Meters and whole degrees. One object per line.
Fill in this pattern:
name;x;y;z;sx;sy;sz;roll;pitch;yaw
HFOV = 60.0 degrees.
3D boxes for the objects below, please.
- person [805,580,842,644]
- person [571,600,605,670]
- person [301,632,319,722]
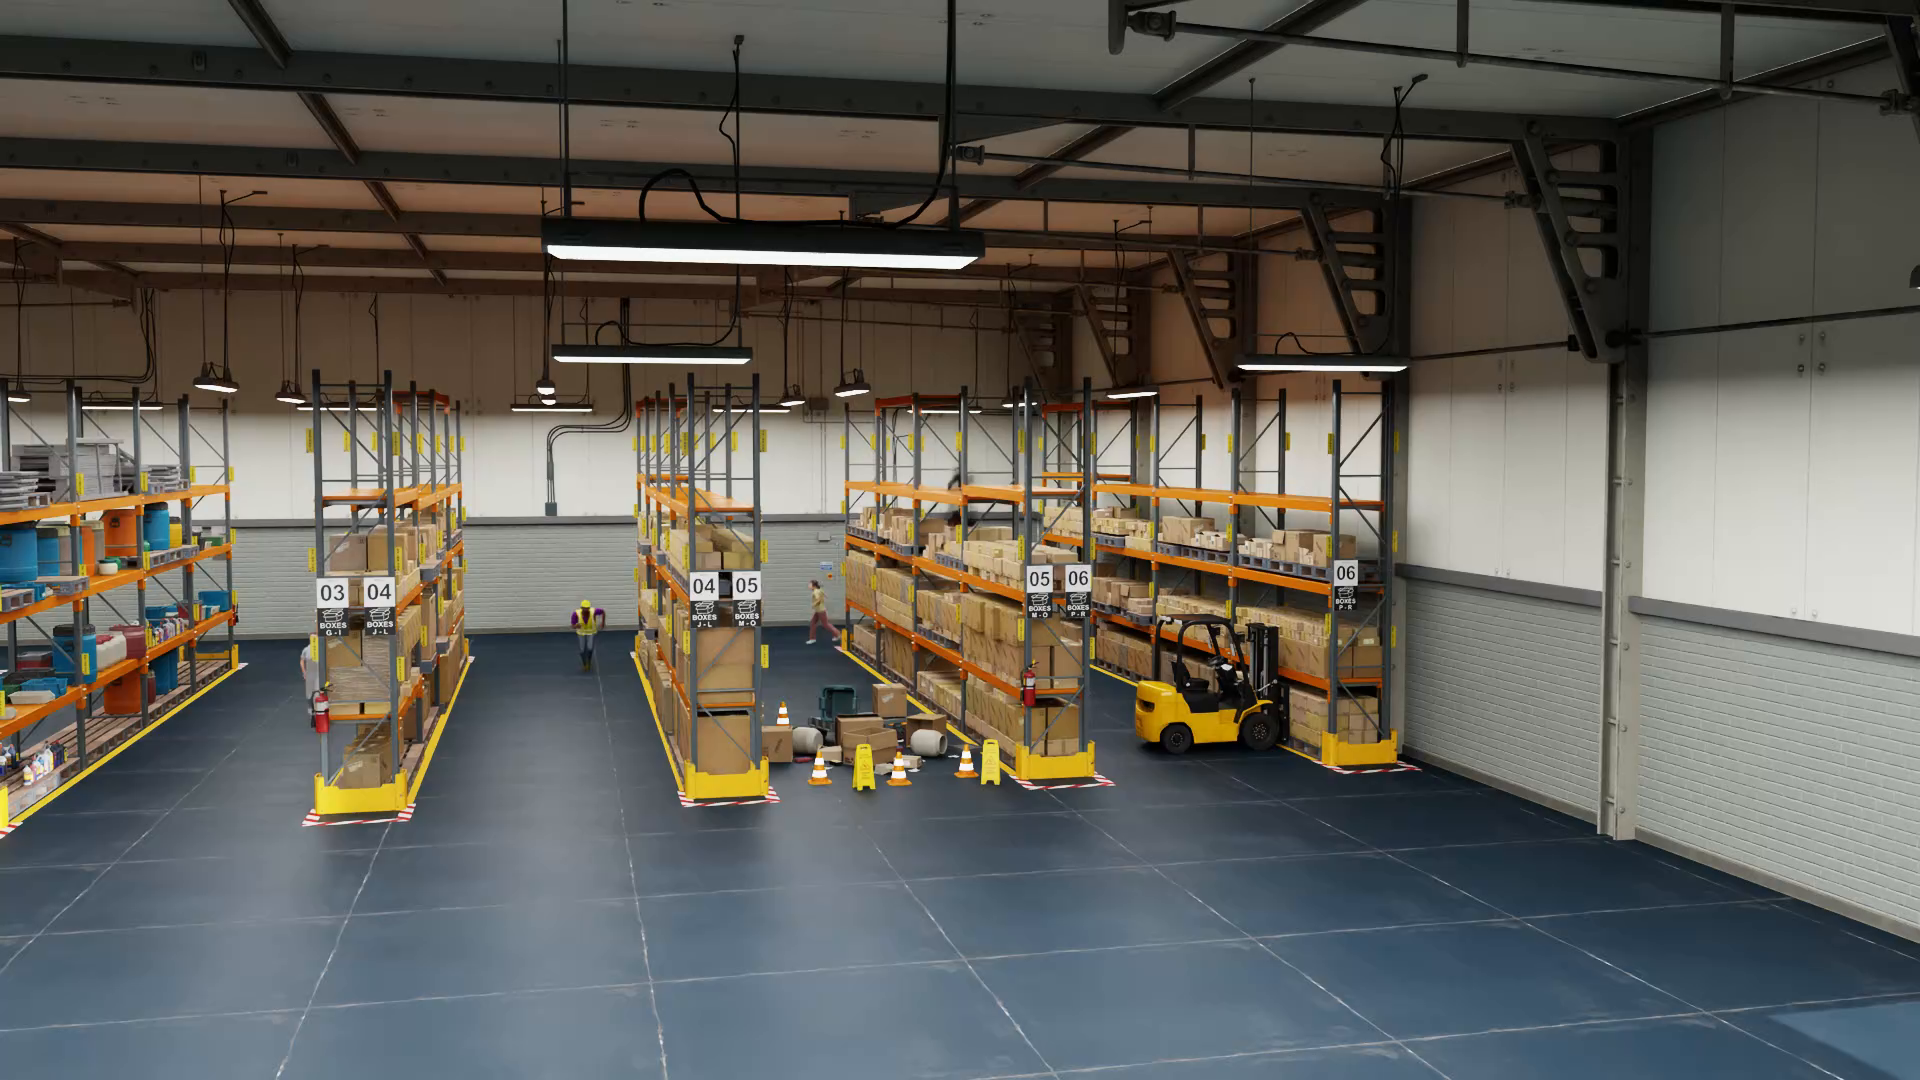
person;-3.415;1.804;41.547;0.948;1.639;0.567;0;3;-2
person;-8.155;2.087;36.488;0.736;1.603;0.911;-1;3;-11
person;-11.572;2.468;29.905;0.560;1.639;0.605;-1;3;-10
